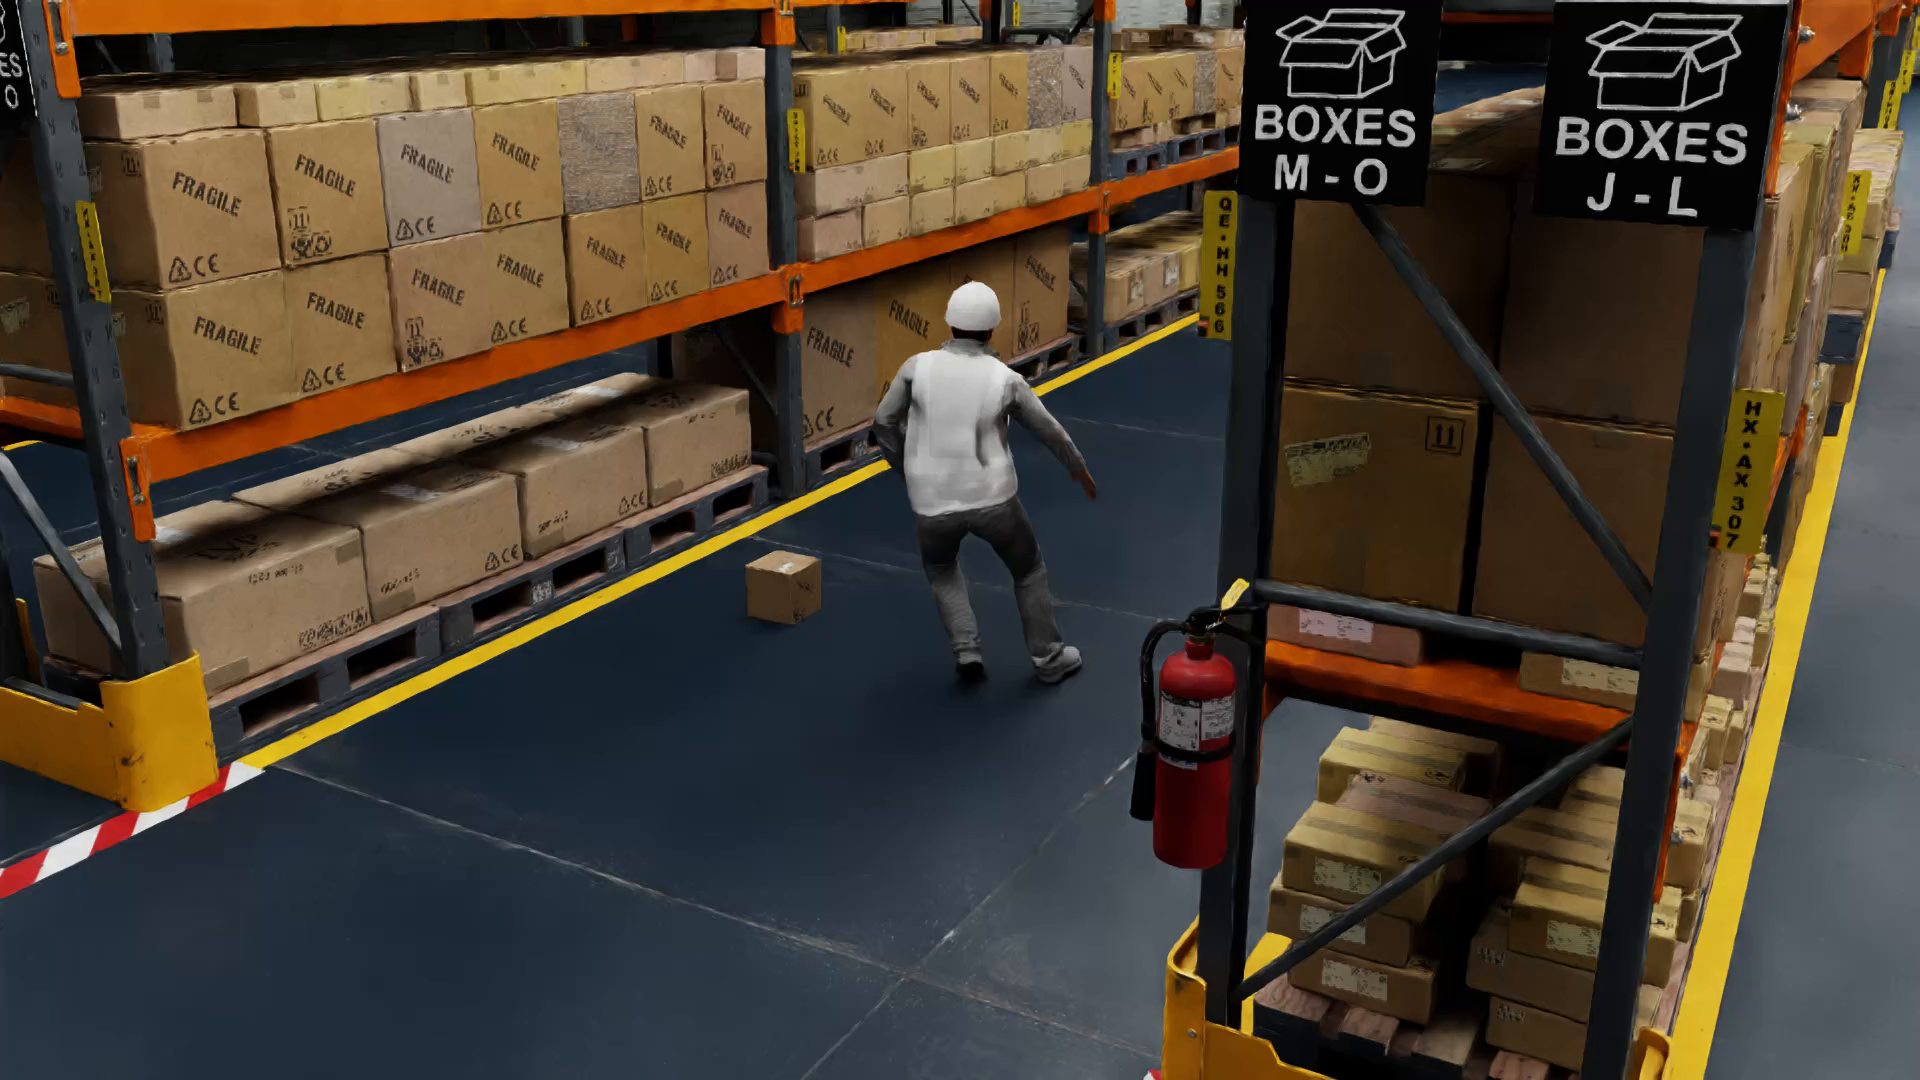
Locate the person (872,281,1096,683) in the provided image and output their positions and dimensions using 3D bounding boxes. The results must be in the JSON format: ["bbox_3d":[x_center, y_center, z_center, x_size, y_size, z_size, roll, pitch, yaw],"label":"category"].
[{"bbox_3d":[0.107,-0.198,6.791,0.911,1.710,0.517,1,19,2],"label":"person"}]
